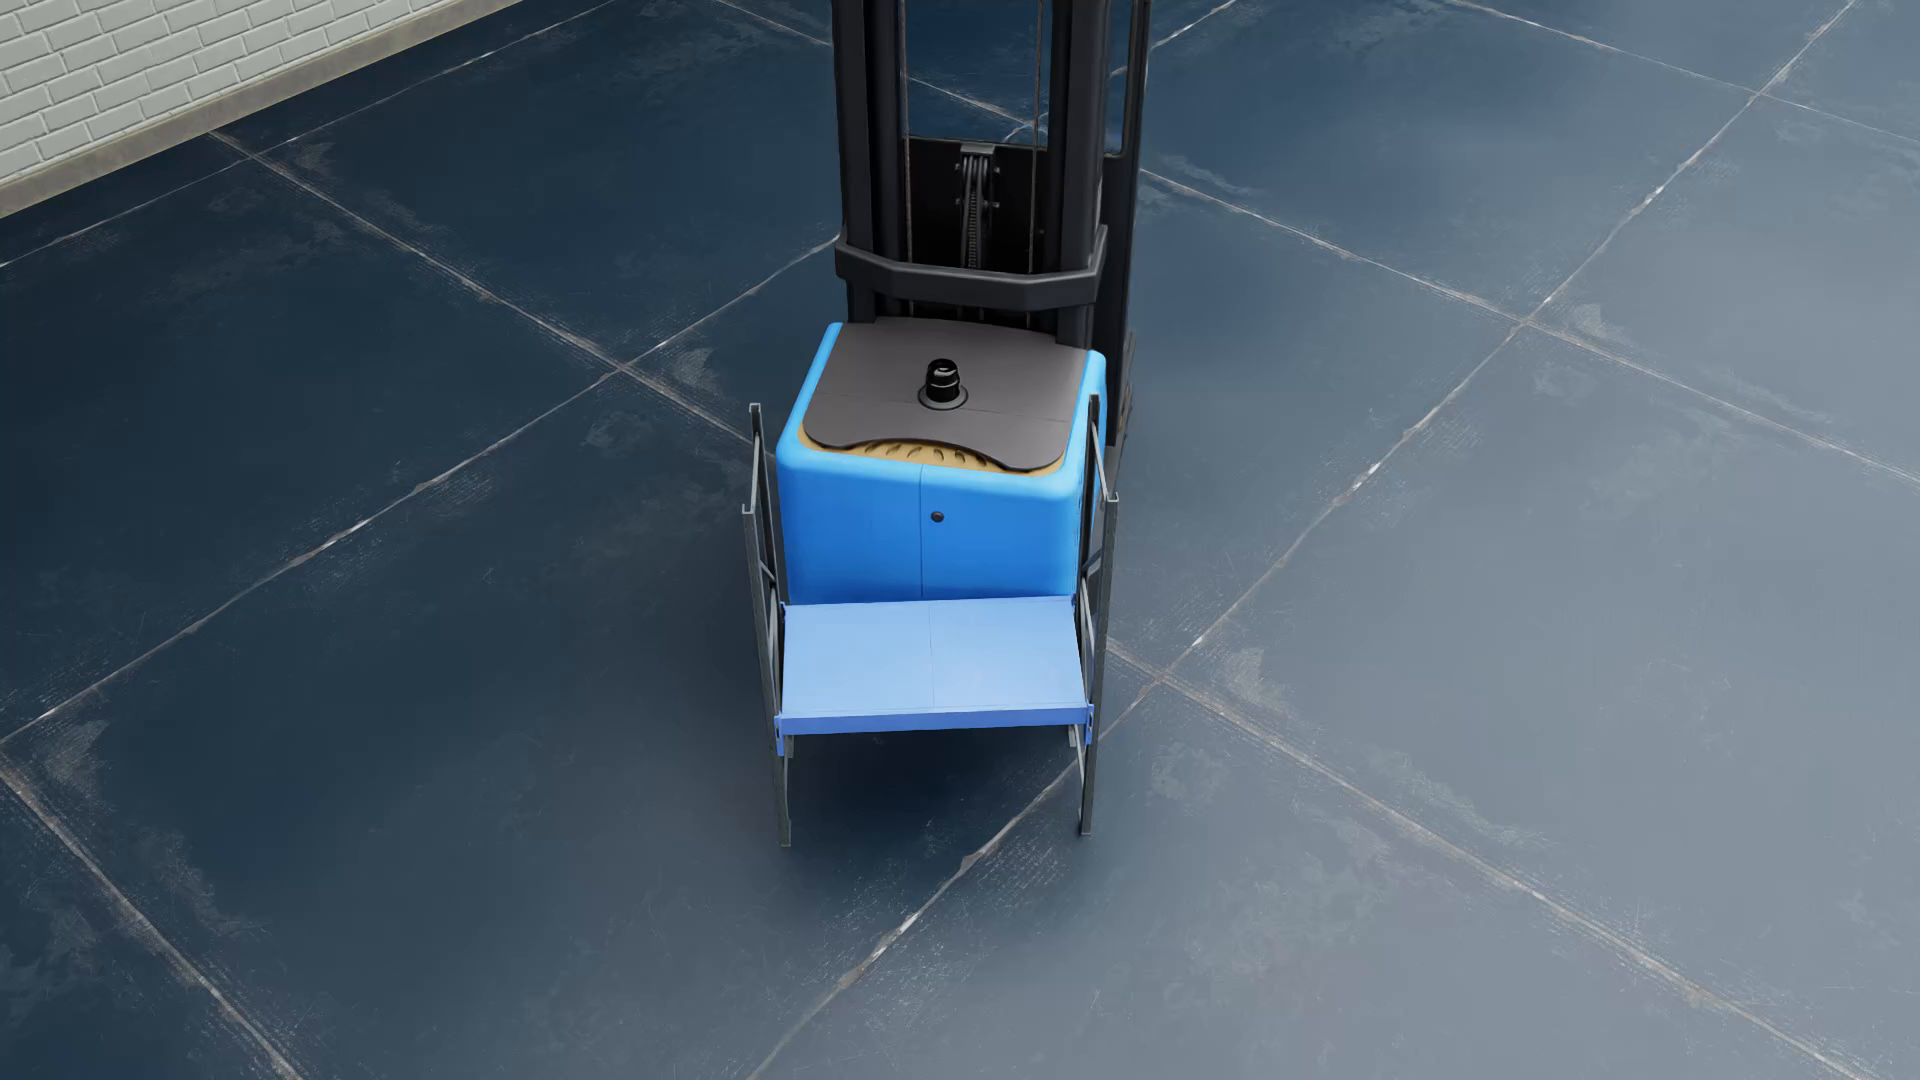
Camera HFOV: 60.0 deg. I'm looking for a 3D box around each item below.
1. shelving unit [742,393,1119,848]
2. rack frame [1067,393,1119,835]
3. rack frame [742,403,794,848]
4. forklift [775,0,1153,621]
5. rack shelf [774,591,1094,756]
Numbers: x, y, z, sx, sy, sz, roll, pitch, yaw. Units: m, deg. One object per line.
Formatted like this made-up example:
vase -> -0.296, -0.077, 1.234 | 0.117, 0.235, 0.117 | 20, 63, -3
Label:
shelving unit -> -0.092, 0.297, 5.309 | 1.048, 1.500, 0.538 | -2, 42, -2
rack frame -> 0.415, 0.280, 5.327 | 0.032, 1.500, 0.500 | -2, 42, -2
rack frame -> -0.600, 0.314, 5.290 | 0.032, 1.500, 0.500 | -2, 42, -2
forklift -> 0.150, -1.494, 6.214 | 1.130, 2.935, 3.031 | 7, 43, 8
rack shelf -> -0.092, 0.430, 5.430 | 1.000, 0.185, 0.538 | -2, 42, -2
